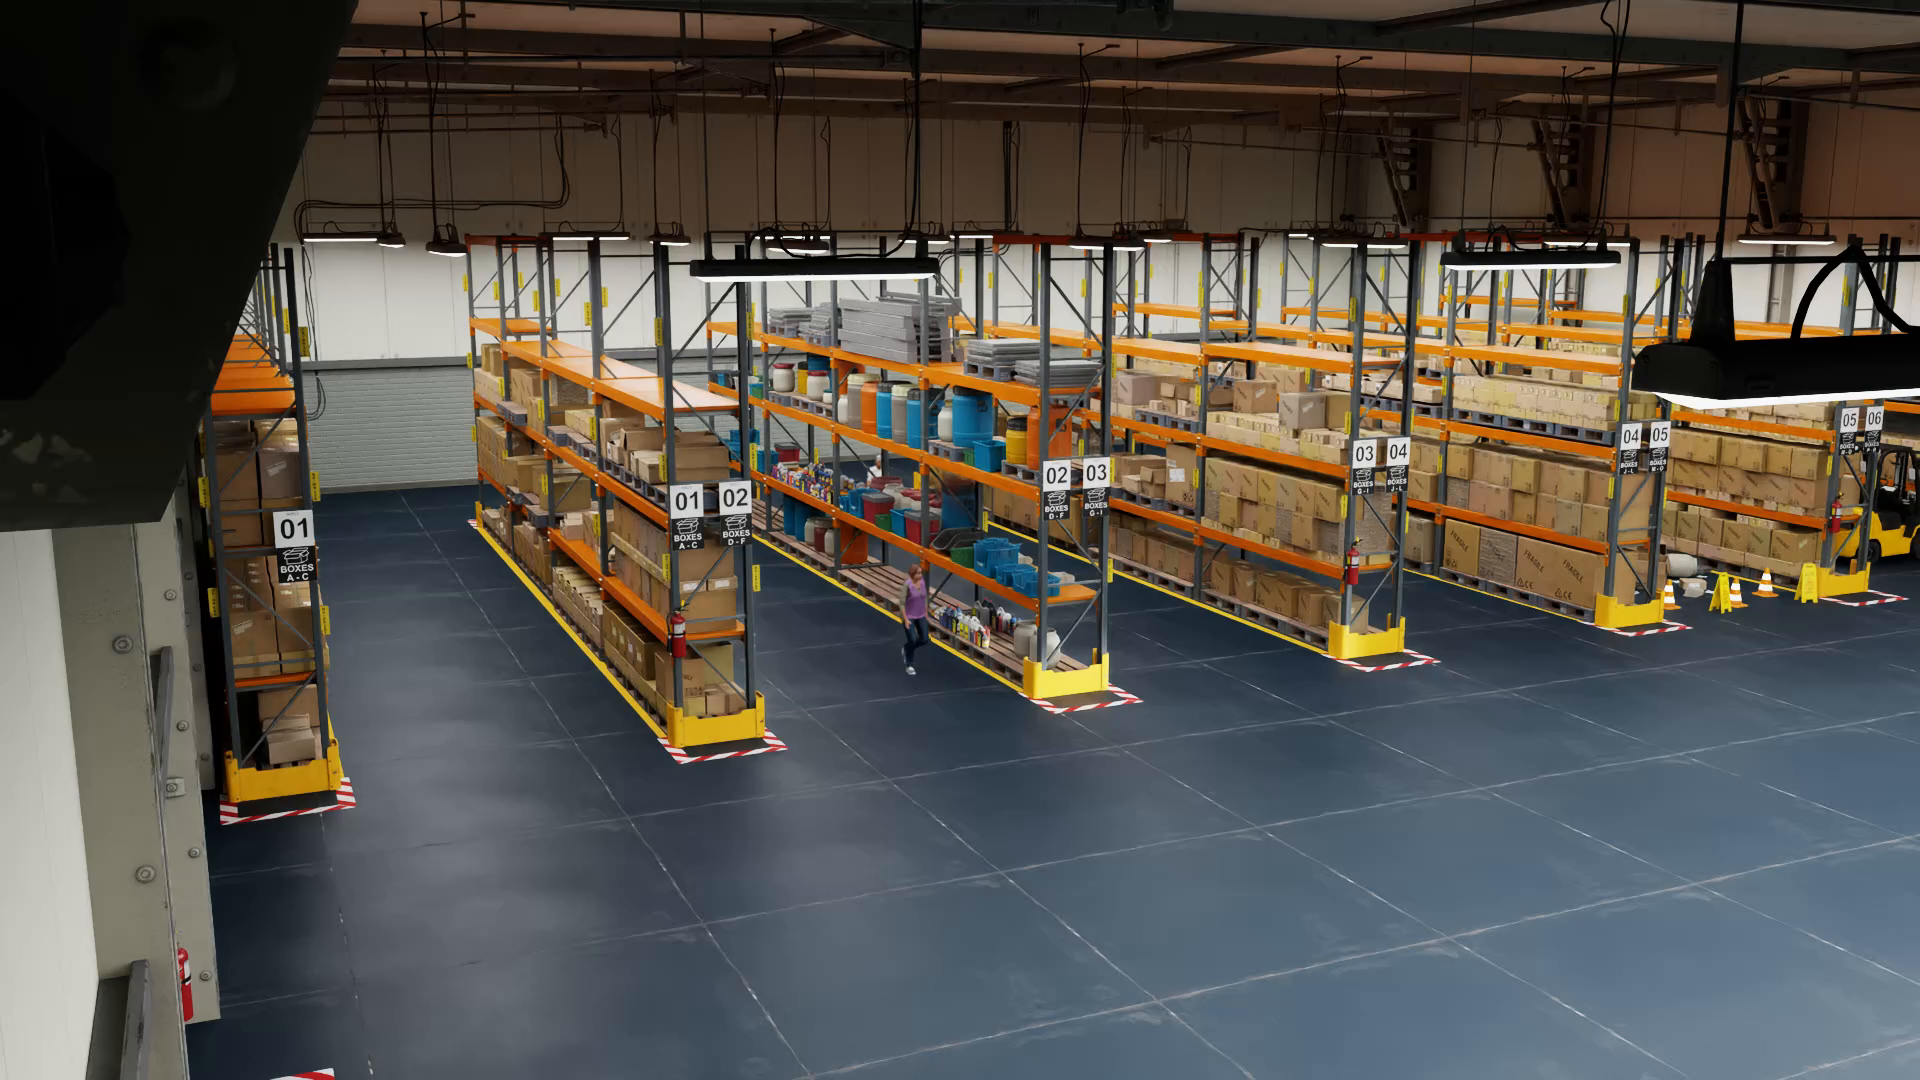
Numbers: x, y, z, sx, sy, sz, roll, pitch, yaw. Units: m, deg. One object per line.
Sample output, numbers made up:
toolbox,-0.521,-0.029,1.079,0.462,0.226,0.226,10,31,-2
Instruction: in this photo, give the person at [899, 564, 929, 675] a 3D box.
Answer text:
person,-0.678,1.144,23.447,0.502,1.474,0.448,-8,13,-35

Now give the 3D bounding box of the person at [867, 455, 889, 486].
person,-1.638,-0.915,33.519,0.510,1.612,1.007,-4,12,-19
